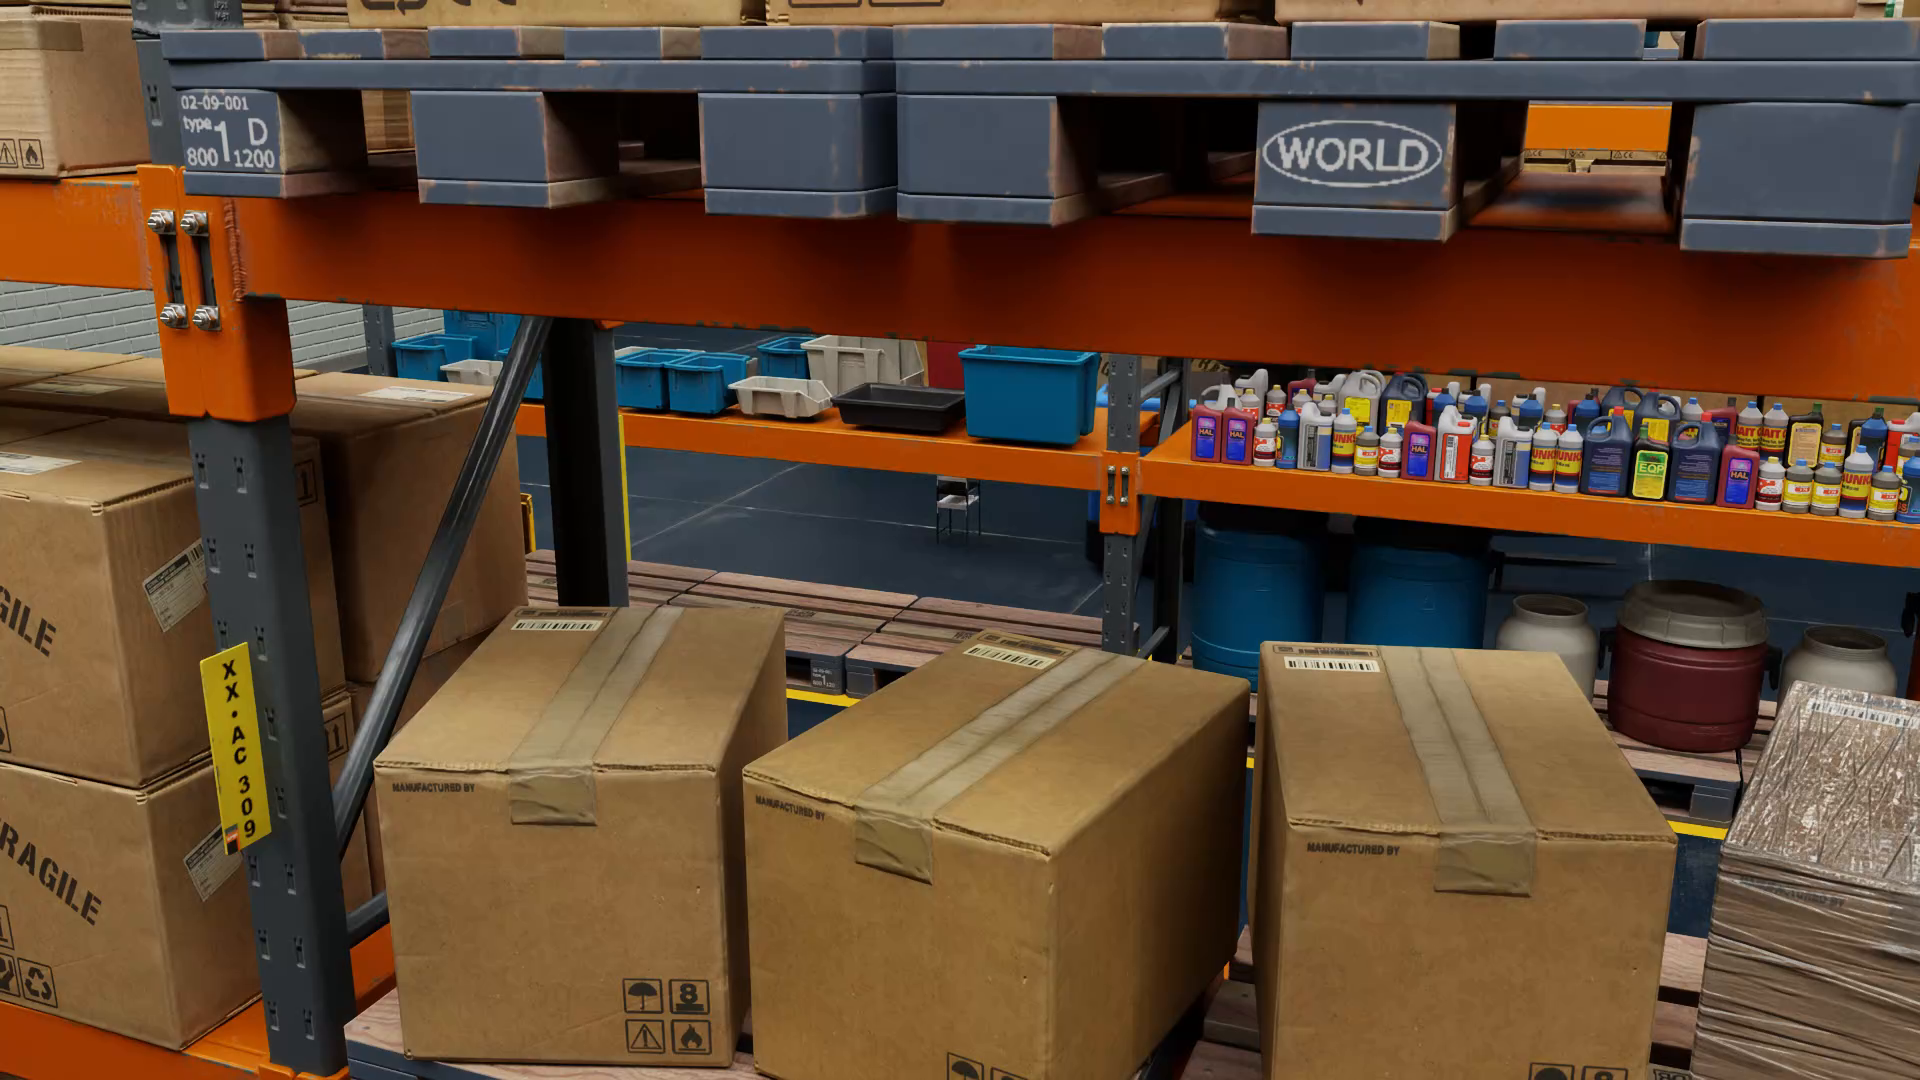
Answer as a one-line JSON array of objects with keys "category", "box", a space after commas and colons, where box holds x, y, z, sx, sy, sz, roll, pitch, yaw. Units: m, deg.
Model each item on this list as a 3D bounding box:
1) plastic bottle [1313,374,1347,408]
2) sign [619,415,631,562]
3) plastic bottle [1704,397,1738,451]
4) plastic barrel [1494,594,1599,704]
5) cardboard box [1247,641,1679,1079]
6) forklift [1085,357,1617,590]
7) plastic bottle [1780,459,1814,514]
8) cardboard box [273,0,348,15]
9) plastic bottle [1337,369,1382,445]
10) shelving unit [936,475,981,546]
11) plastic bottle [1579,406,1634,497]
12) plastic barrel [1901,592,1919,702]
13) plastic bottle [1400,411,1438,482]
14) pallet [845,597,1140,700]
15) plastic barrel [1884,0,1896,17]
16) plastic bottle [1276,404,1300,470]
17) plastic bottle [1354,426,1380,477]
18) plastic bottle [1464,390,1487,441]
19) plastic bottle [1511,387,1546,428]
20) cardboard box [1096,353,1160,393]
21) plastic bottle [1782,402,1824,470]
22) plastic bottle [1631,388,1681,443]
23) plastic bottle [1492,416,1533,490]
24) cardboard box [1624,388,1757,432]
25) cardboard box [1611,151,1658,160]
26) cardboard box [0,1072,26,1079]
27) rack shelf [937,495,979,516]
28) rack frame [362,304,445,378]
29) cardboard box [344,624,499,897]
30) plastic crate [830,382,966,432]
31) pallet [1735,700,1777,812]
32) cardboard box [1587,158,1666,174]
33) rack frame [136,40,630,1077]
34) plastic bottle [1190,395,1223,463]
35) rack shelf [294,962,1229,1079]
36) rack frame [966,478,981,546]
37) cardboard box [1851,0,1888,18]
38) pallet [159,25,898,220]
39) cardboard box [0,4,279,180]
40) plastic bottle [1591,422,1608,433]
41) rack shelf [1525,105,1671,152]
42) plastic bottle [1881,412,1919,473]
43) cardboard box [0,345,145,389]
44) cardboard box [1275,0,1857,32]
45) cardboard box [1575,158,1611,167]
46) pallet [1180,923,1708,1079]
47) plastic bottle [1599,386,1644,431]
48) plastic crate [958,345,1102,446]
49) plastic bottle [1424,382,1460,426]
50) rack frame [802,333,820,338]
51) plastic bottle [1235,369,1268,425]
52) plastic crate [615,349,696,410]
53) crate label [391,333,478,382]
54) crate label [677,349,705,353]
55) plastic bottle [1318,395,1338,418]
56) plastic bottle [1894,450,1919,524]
[{"category": "plastic bottle", "box": [1.705, -0.629, 7.682, 0.135, 0.276, 0.152, 6, 17, 21]}, {"category": "sign", "box": [-0.741, -0.098, 3.555, 0.005, 0.325, 0.100, 6, 17, 21]}, {"category": "plastic bottle", "box": [3.258, -0.475, 7.140, 0.133, 0.283, 0.061, 6, 17, 21]}, {"category": "plastic barrel", "box": [2.531, 0.524, 7.197, 0.421, 0.512, 0.421, 0, 16, 0]}, {"category": "cardboard box", "box": [0.725, 0.517, 2.580, 0.500, 0.500, 0.700, 2, 16, 7]}, {"category": "forklift", "box": [2.332, -1.253, 9.733, 3.031, 2.935, 1.130, 4, 17, 13]}, {"category": "plastic bottle", "box": [3.209, -0.208, 6.367, 0.097, 0.201, 0.097, 0, 16, 0]}, {"category": "cardboard box", "box": [-1.303, -1.121, 3.146, 0.500, 0.250, 0.500, 6, 17, 21]}, {"category": "plastic bottle", "box": [1.802, -0.612, 7.490, 0.185, 0.351, 0.144, 6, 17, 21]}, {"category": "shelving unit", "box": [-0.008, -0.433, 10.551, 0.210, 0.900, 0.258, 6, 17, 21]}, {"category": "plastic bottle", "box": [2.576, -0.357, 6.611, 0.185, 0.351, 0.144, 6, 17, 21]}, {"category": "plastic barrel", "box": [4.139, 0.522, 6.635, 0.708, 0.830, 0.600, 6, 17, 21]}, {"category": "plastic bottle", "box": [1.890, -0.387, 6.837, 0.133, 0.283, 0.061, 6, 17, 21]}, {"category": "pallet", "box": [0.181, 0.592, 8.257, 1.213, 0.211, 1.003, 6, 17, 21]}, {"category": "plastic barrel", "box": [3.699, -2.009, 6.358, 0.294, 0.245, 0.294, 0, 16, 0]}, {"category": "plastic bottle", "box": [1.393, -0.442, 7.046, 0.097, 0.271, 0.097, 0, 16, 0]}, {"category": "plastic bottle", "box": [1.699, -0.374, 6.939, 0.097, 0.201, 0.097, 0, 16, 0]}, {"category": "plastic bottle", "box": [2.271, -0.527, 7.340, 0.097, 0.271, 0.097, 0, 16, 0]}, {"category": "plastic bottle", "box": [2.515, -0.540, 7.375, 0.135, 0.276, 0.152, 6, 17, 21]}, {"category": "cardboard box", "box": [1.275, -1.328, 12.927, 0.875, 0.875, 0.875, 6, 17, 21]}, {"category": "plastic bottle", "box": [3.564, -0.442, 7.024, 0.133, 0.283, 0.061, 6, 17, 21]}, {"category": "plastic bottle", "box": [2.949, -0.484, 7.048, 0.185, 0.351, 0.144, 6, 17, 21]}, {"category": "plastic bottle", "box": [2.247, -0.358, 6.749, 0.135, 0.276, 0.152, 6, 17, 21]}, {"category": "cardboard box", "box": [4.957, -0.908, 11.479, 0.875, 0.875, 1.225, 6, 17, 21]}, {"category": "cardboard box", "box": [8.069, -4.798, 19.847, 0.500, 0.500, 0.500, 6, 17, 20]}, {"category": "cardboard box", "box": [-2.691, 1.399, 4.164, 0.637, 0.503, 0.797, 6, 17, 21]}, {"category": "rack shelf", "box": [-0.008, -0.228, 10.611, 0.200, 0.077, 0.258, 6, 17, 21]}, {"category": "rack frame", "box": [-2.841, -1.091, 9.053, 0.127, 3.000, 1.000, 6, 17, 21]}, {"category": "cardboard box", "box": [-1.316, 0.431, 3.629, 0.500, 0.500, 0.500, 7, 18, 22]}, {"category": "plastic crate", "box": [-0.260, -0.624, 7.828, 0.590, 0.125, 0.437, 6, 17, 21]}, {"category": "pallet", "box": [3.852, 0.996, 6.864, 1.213, 0.211, 1.003, 6, 17, 21]}, {"category": "cardboard box", "box": [4.512, -2.301, 11.240, 0.637, 0.503, 0.797, 7, 18, 22]}, {"category": "rack frame", "box": [-0.941, 0.602, 3.220, 0.127, 3.000, 1.000, 6, 17, 21]}, {"category": "plastic bottle", "box": [1.064, -0.478, 7.150, 0.133, 0.283, 0.061, 6, 17, 21]}, {"category": "rack shelf", "box": [0.919, 1.152, 2.615, 4.000, 0.370, 1.077, 6, 17, 21]}, {"category": "rack frame", "box": [0.087, -0.423, 10.515, 0.006, 0.900, 0.240, 6, 17, 21]}, {"category": "cardboard box", "box": [5.824, -3.293, 10.318, 0.637, 0.503, 0.797, 7, 18, 24]}, {"category": "pallet", "box": [-0.360, -0.663, 2.535, 1.003, 0.211, 1.213, 6, 17, 21]}, {"category": "cardboard box", "box": [-1.491, -0.747, 2.756, 0.500, 0.250, 0.500, 6, 17, 21]}, {"category": "plastic bottle", "box": [2.579, -0.354, 6.745, 0.097, 0.271, 0.097, 0, 16, 0]}, {"category": "rack shelf", "box": [2.740, -1.573, 6.621, 4.000, 0.370, 1.077, 6, 17, 21]}, {"category": "plastic bottle", "box": [3.886, -0.389, 6.856, 0.135, 0.276, 0.152, 6, 17, 21]}, {"category": "cardboard box", "box": [-2.235, -0.153, 3.847, 0.500, 0.500, 0.500, 6, 17, 19]}, {"category": "cardboard box", "box": [0.742, -0.930, 2.004, 0.600, 0.600, 0.600, 6, 17, 18]}, {"category": "cardboard box", "box": [7.594, -4.482, 20.106, 0.500, 0.250, 0.500, 7, 17, 21]}, {"category": "pallet", "box": [0.969, 0.906, 2.518, 1.213, 0.211, 1.003, 6, 17, 21]}, {"category": "plastic bottle", "box": [2.879, -0.537, 7.231, 0.185, 0.351, 0.144, 6, 17, 21]}, {"category": "plastic crate", "box": [0.320, -0.663, 7.497, 0.575, 0.384, 0.392, 6, 17, 21]}, {"category": "plastic bottle", "box": [2.174, -0.577, 7.504, 0.135, 0.276, 0.152, 6, 17, 21]}, {"category": "rack frame", "box": [-1.024, -2.376, 13.478, 0.127, 3.000, 1.000, 6, 17, 21]}, {"category": "plastic bottle", "box": [1.365, -0.666, 7.811, 0.135, 0.276, 0.152, 6, 17, 21]}, {"category": "plastic crate", "box": [-1.508, -0.795, 8.223, 0.300, 0.233, 0.416, 6, 17, 21]}, {"category": "crate label", "box": [-2.733, -0.929, 8.687, 0.303, 0.233, 0.416, 6, 17, 21]}, {"category": "crate label", "box": [-1.484, -0.902, 8.765, 0.243, 0.136, 0.396, 6, 17, 21]}, {"category": "plastic bottle", "box": [1.676, -0.559, 7.575, 0.097, 0.201, 0.097, 0, 16, 0]}, {"category": "plastic bottle", "box": [3.571, -0.202, 6.220, 0.097, 0.271, 0.097, 0, 16, 0]}]
